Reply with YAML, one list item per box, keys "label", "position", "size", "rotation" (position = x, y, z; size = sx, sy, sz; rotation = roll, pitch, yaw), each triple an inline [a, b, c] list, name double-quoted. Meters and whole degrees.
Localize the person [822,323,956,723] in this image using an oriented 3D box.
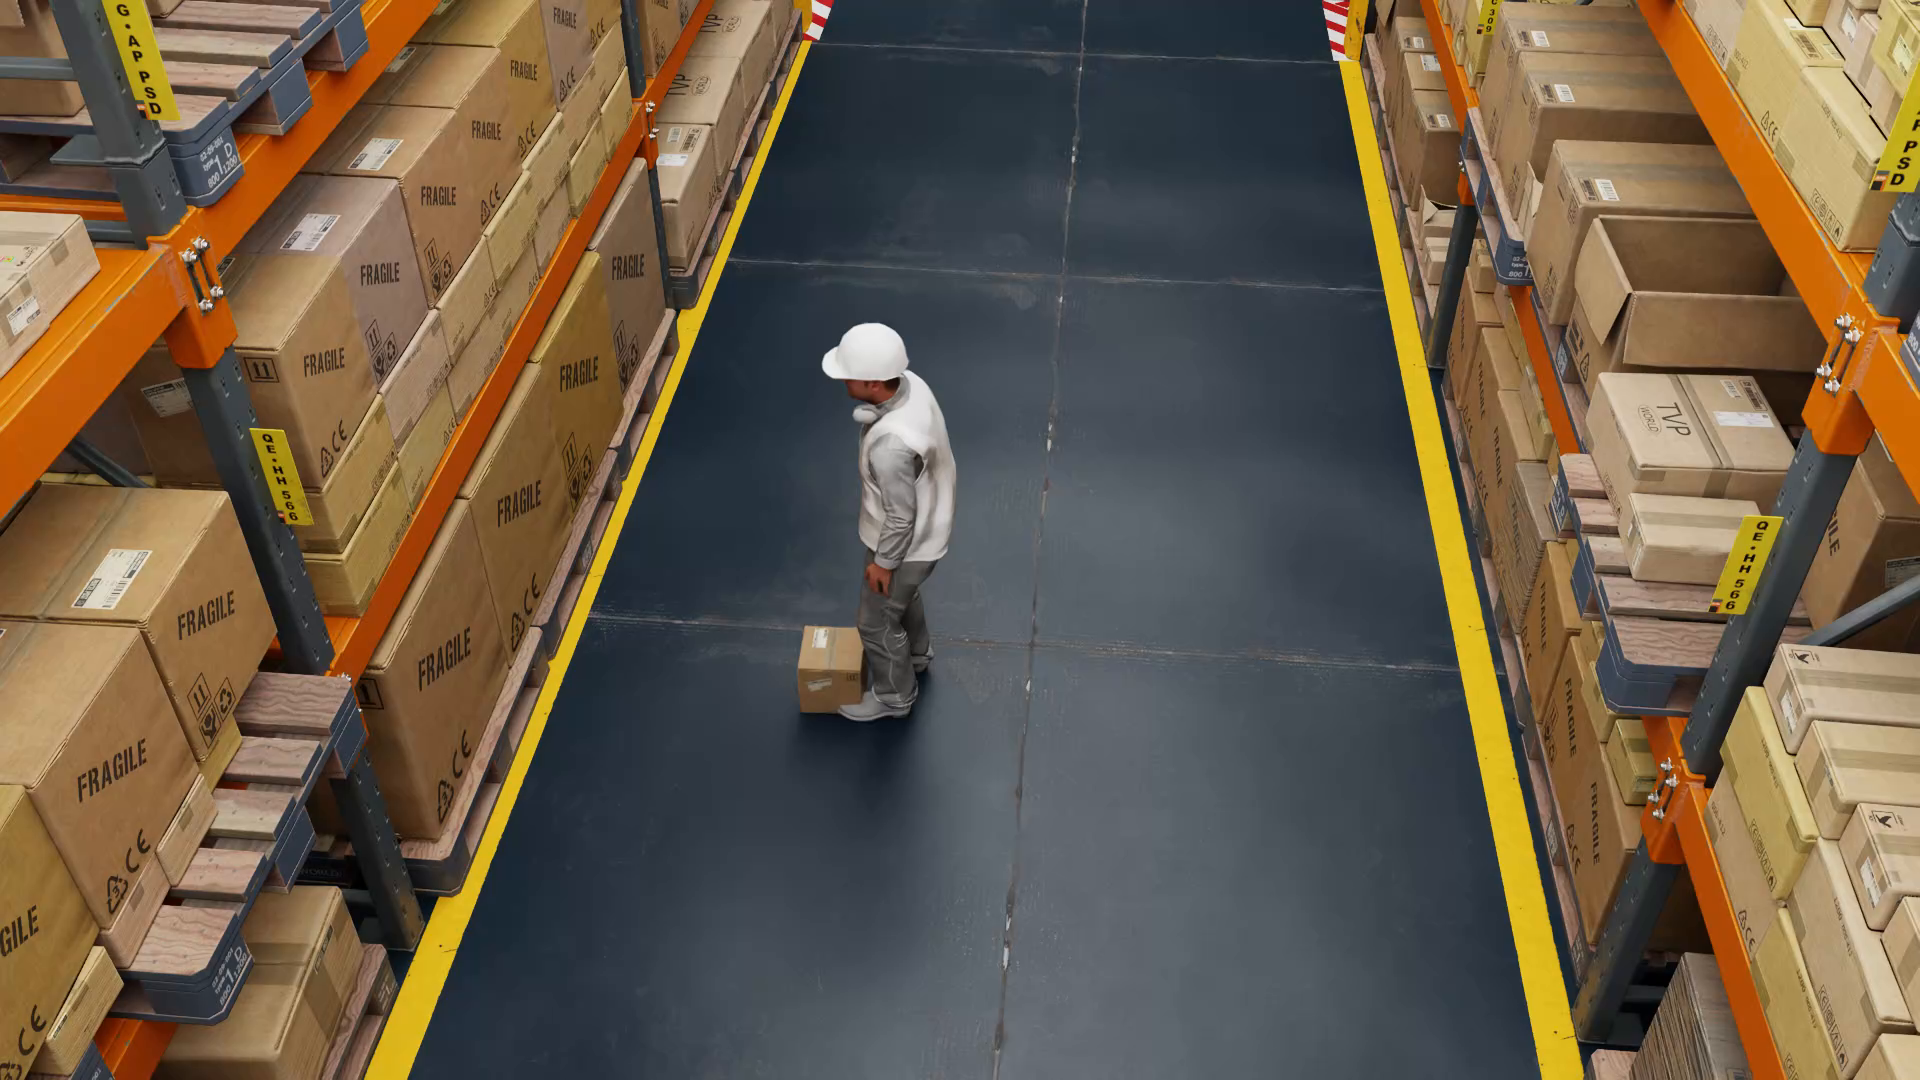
- label: "person"
  position: [-0.250, -0.051, 6.197]
  size: [0.474, 1.771, 0.572]
  rotation: [2, 40, 2]
